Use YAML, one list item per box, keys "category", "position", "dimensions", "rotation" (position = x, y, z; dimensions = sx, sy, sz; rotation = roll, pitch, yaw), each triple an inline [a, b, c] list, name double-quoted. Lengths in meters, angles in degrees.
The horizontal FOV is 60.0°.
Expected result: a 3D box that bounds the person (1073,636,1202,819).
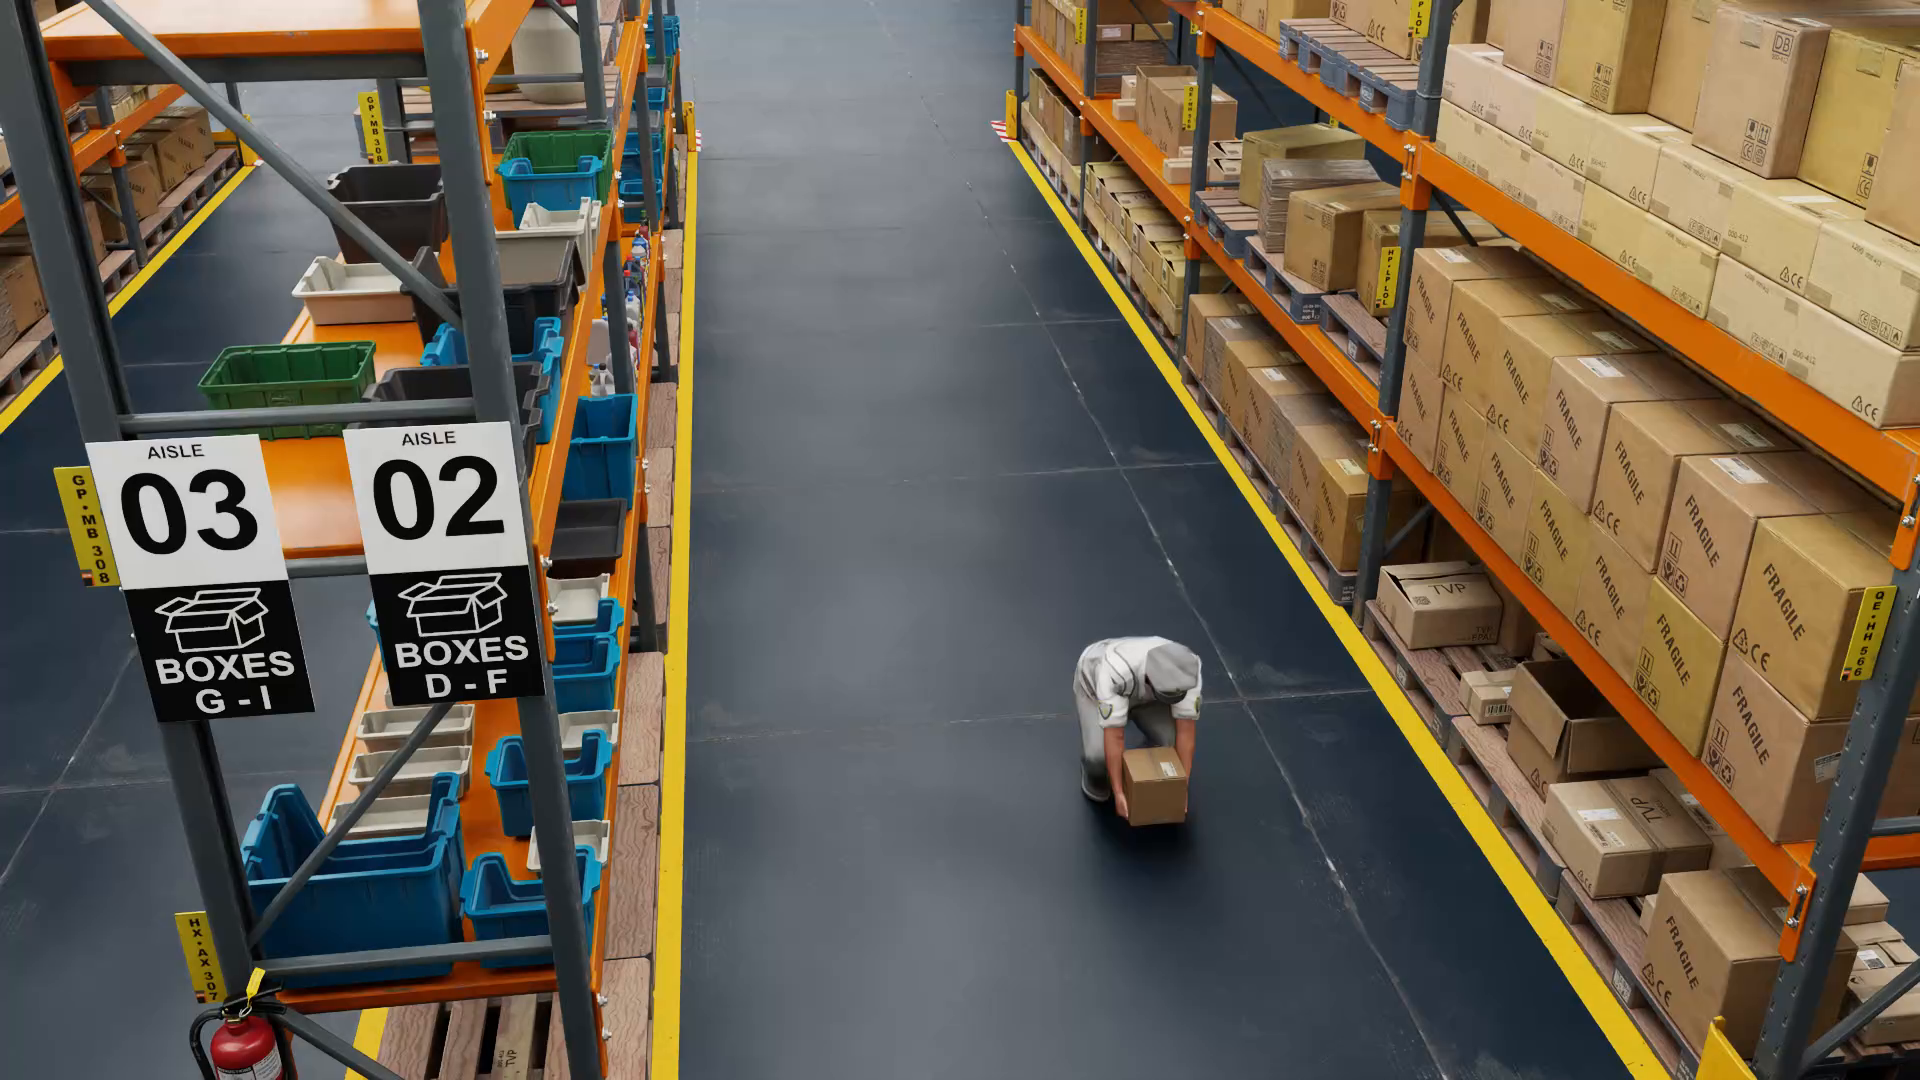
- category: "person"
  position: [0.836, 0.806, 7.848]
  dimensions: [0.534, 1.023, 0.923]
  rotation: [-4, 27, -8]
